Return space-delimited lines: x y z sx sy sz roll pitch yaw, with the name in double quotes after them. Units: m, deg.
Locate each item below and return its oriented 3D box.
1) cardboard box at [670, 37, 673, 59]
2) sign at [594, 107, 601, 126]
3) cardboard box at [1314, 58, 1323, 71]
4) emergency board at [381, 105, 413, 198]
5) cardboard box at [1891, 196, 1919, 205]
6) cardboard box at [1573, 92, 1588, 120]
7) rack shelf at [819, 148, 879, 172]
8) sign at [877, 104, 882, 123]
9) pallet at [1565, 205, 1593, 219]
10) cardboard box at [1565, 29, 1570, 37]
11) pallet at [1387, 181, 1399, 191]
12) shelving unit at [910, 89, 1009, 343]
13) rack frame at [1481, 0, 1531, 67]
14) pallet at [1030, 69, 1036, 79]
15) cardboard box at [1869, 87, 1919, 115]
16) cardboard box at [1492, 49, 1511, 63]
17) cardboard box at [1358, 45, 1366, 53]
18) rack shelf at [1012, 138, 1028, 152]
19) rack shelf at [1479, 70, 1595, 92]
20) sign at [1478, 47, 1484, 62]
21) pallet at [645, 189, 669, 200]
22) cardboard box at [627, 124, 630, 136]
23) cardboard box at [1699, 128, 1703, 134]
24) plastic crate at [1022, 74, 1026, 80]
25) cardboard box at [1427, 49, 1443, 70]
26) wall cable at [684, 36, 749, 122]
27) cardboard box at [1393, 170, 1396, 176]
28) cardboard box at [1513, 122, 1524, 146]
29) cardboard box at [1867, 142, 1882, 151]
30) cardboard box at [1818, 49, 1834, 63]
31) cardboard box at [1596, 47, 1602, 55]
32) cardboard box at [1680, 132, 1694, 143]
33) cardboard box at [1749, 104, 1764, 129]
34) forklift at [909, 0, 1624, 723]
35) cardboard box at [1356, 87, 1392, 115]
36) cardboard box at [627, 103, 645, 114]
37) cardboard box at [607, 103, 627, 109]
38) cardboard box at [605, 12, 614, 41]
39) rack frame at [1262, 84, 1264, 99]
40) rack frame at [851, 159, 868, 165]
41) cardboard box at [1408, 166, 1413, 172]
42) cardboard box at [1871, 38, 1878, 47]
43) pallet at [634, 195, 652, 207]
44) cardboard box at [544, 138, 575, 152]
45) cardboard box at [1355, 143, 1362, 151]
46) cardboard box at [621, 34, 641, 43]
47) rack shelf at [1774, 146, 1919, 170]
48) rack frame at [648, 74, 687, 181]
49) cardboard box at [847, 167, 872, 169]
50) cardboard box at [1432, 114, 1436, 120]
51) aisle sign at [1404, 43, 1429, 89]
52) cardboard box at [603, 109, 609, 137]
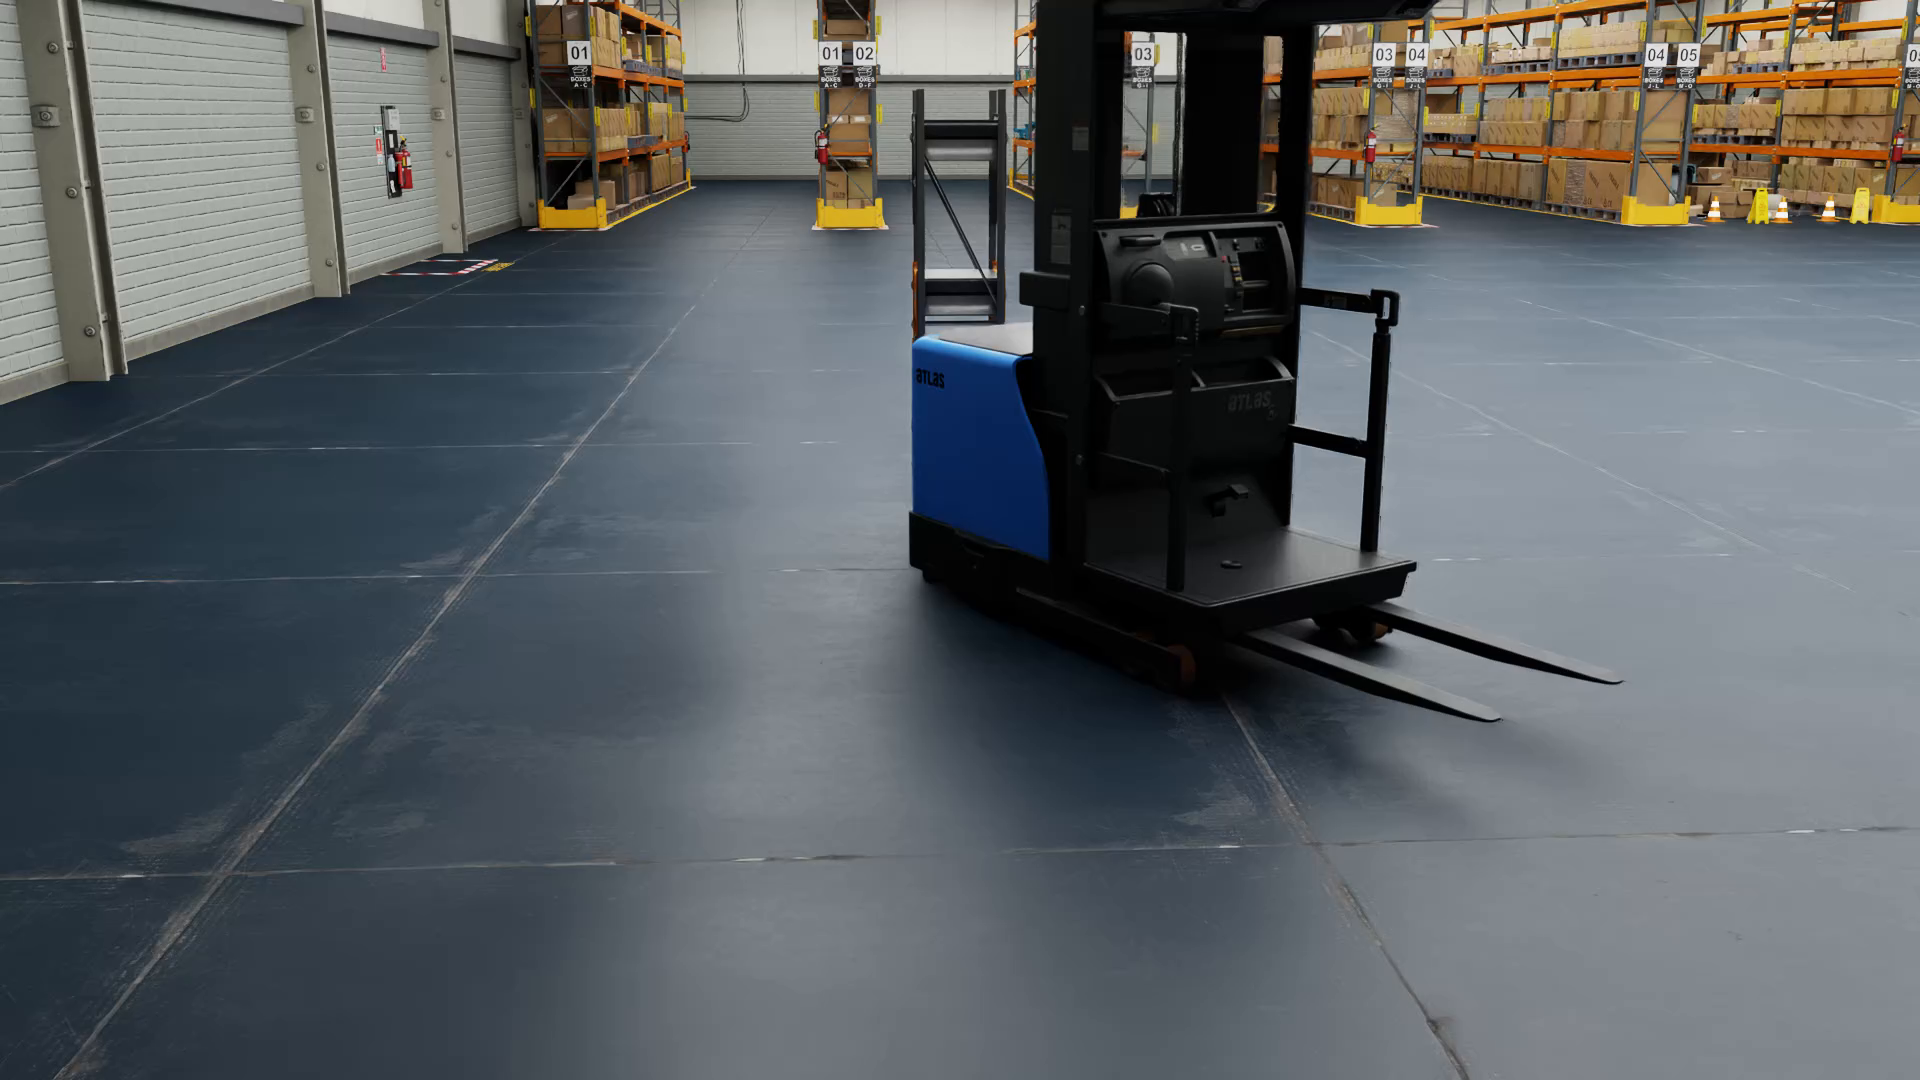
-7.477 -12.327 41.648 0.500 0.500 0.500 -1 14 -5 "cardboard box"
-6.389 -7.465 29.285 0.100 0.325 0.005 -1 14 -3 "sign"
7.425 -9.526 33.312 0.500 0.250 0.500 -1 15 -6 "cardboard box"
-7.351 -5.091 21.794 0.194 1.169 0.643 -1 14 -3 "emergency board"
18.017 -6.497 31.933 0.500 0.250 0.500 -1 14 -4 "cardboard box"
12.644 -8.545 32.751 0.875 0.550 0.550 -1 14 -3 "cardboard box"
-2.111 -7.264 31.683 1.077 0.370 4.000 -1 14 -3 "rack shelf"
-1.433 -7.580 29.570 0.100 0.325 0.005 -1 14 -3 "sign"
12.657 -6.469 32.743 1.003 0.211 1.213 -1 14 -3 "pallet"
12.310 -10.123 33.192 0.380 0.149 0.250 -1 14 -4 "cardboard box"
11.958 -9.423 44.227 1.003 0.211 1.213 -1 14 -3 "pallet"
-0.010 -1.058 7.925 0.431 2.100 0.503 -1 14 -3 "shelving unit"
12.362 -12.214 37.437 1.000 3.000 0.127 -1 14 -3 "rack frame"
2.360 -11.343 40.451 1.213 0.211 1.003 -1 14 -3 "pallet"
17.542 -8.221 31.153 0.700 0.500 0.500 -1 14 -5 "cardboard box"
12.187 -10.786 37.044 0.500 0.311 0.500 -1 14 -3 "cardboard box"
7.546 -9.038 30.613 0.380 0.149 0.250 -2 15 -6 "cardboard box"
2.090 -10.324 43.576 1.077 0.370 4.000 -1 14 -3 "rack shelf"
12.485 -9.915 35.967 1.077 0.370 4.000 -1 14 -3 "rack shelf"
11.820 -11.003 37.715 0.100 0.325 0.005 -1 14 -3 "sign"
-7.473 -8.177 39.383 1.003 0.211 1.213 -1 14 -3 "pallet"
-7.204 -8.560 34.194 0.700 0.500 0.500 1 14 2 "cardboard box"
17.114 -9.337 37.957 0.380 0.149 0.250 -2 15 -7 "cardboard box"
1.755 -11.811 42.419 0.293 0.136 0.466 -1 14 -3 "plastic crate"
12.027 -11.912 41.239 0.700 0.500 0.500 -1 14 -3 "cardboard box"
-7.916 -13.831 49.953 3.097 2.526 0.112 -1 14 -3 "wall cable"
11.783 -9.805 44.397 0.380 0.149 0.250 0 14 -1 "cardboard box"
12.248 -8.739 35.771 0.500 0.500 0.500 -1 14 -3 "cardboard box"
17.428 -7.450 31.464 0.380 0.149 0.250 -1 14 -4 "cardboard box"
17.357 -9.573 32.896 0.500 0.250 0.500 -1 14 -3 "cardboard box"
12.404 -9.358 31.819 0.380 0.149 0.250 -1 14 -3 "cardboard box"
17.005 -9.459 39.071 0.500 0.250 0.500 -1 14 -5 "cardboard box"
17.254 -9.046 35.523 0.500 0.500 0.500 -1 14 -3 "cardboard box"
1.020 -1.016 6.093 1.130 2.935 3.031 -10 17 -33 "forklift"
7.620 -8.077 30.594 0.500 0.500 0.500 -1 14 -3 "cardboard box"
-7.199 -9.717 37.429 0.500 0.250 0.500 -1 14 -2 "cardboard box"
-7.714 -9.702 37.370 0.500 0.250 0.500 0 14 -2 "cardboard box"
-6.790 -9.641 31.212 0.500 0.500 0.500 -1 14 -5 "cardboard box"
7.157 -10.252 41.851 1.000 3.000 0.127 -1 14 -3 "rack frame"
-2.731 -10.100 41.260 1.000 3.000 0.127 -1 14 -3 "rack frame"
11.776 -9.561 42.852 0.380 0.149 0.250 -1 14 -3 "cardboard box"
17.500 -9.409 31.459 0.380 0.149 0.250 -1 14 -3 "cardboard box"
-7.380 -7.483 36.685 1.003 0.211 1.213 -1 14 -3 "pallet"
-7.153 -7.088 29.816 0.500 0.250 0.500 -1 14 -3 "cardboard box"
7.595 -7.337 31.026 0.380 0.149 0.250 -1 14 -3 "cardboard box"
-7.702 -11.742 39.033 0.500 0.250 0.500 -1 14 -5 "cardboard box"
17.667 -7.569 32.869 1.077 0.370 4.000 -1 14 -3 "rack shelf"
-7.922 -11.017 44.825 1.000 3.000 0.127 -1 14 -3 "rack frame"
-1.934 -6.984 32.322 0.500 0.500 0.500 -1 14 -3 "cardboard box"
11.745 -10.309 40.541 0.380 0.149 0.250 -1 14 -4 "cardboard box"
8.204 -8.515 29.886 0.394 0.787 0.004 -1 14 -3 "aisle sign"
-6.681 -7.584 30.240 0.500 0.500 0.500 -1 14 -3 "cardboard box"
